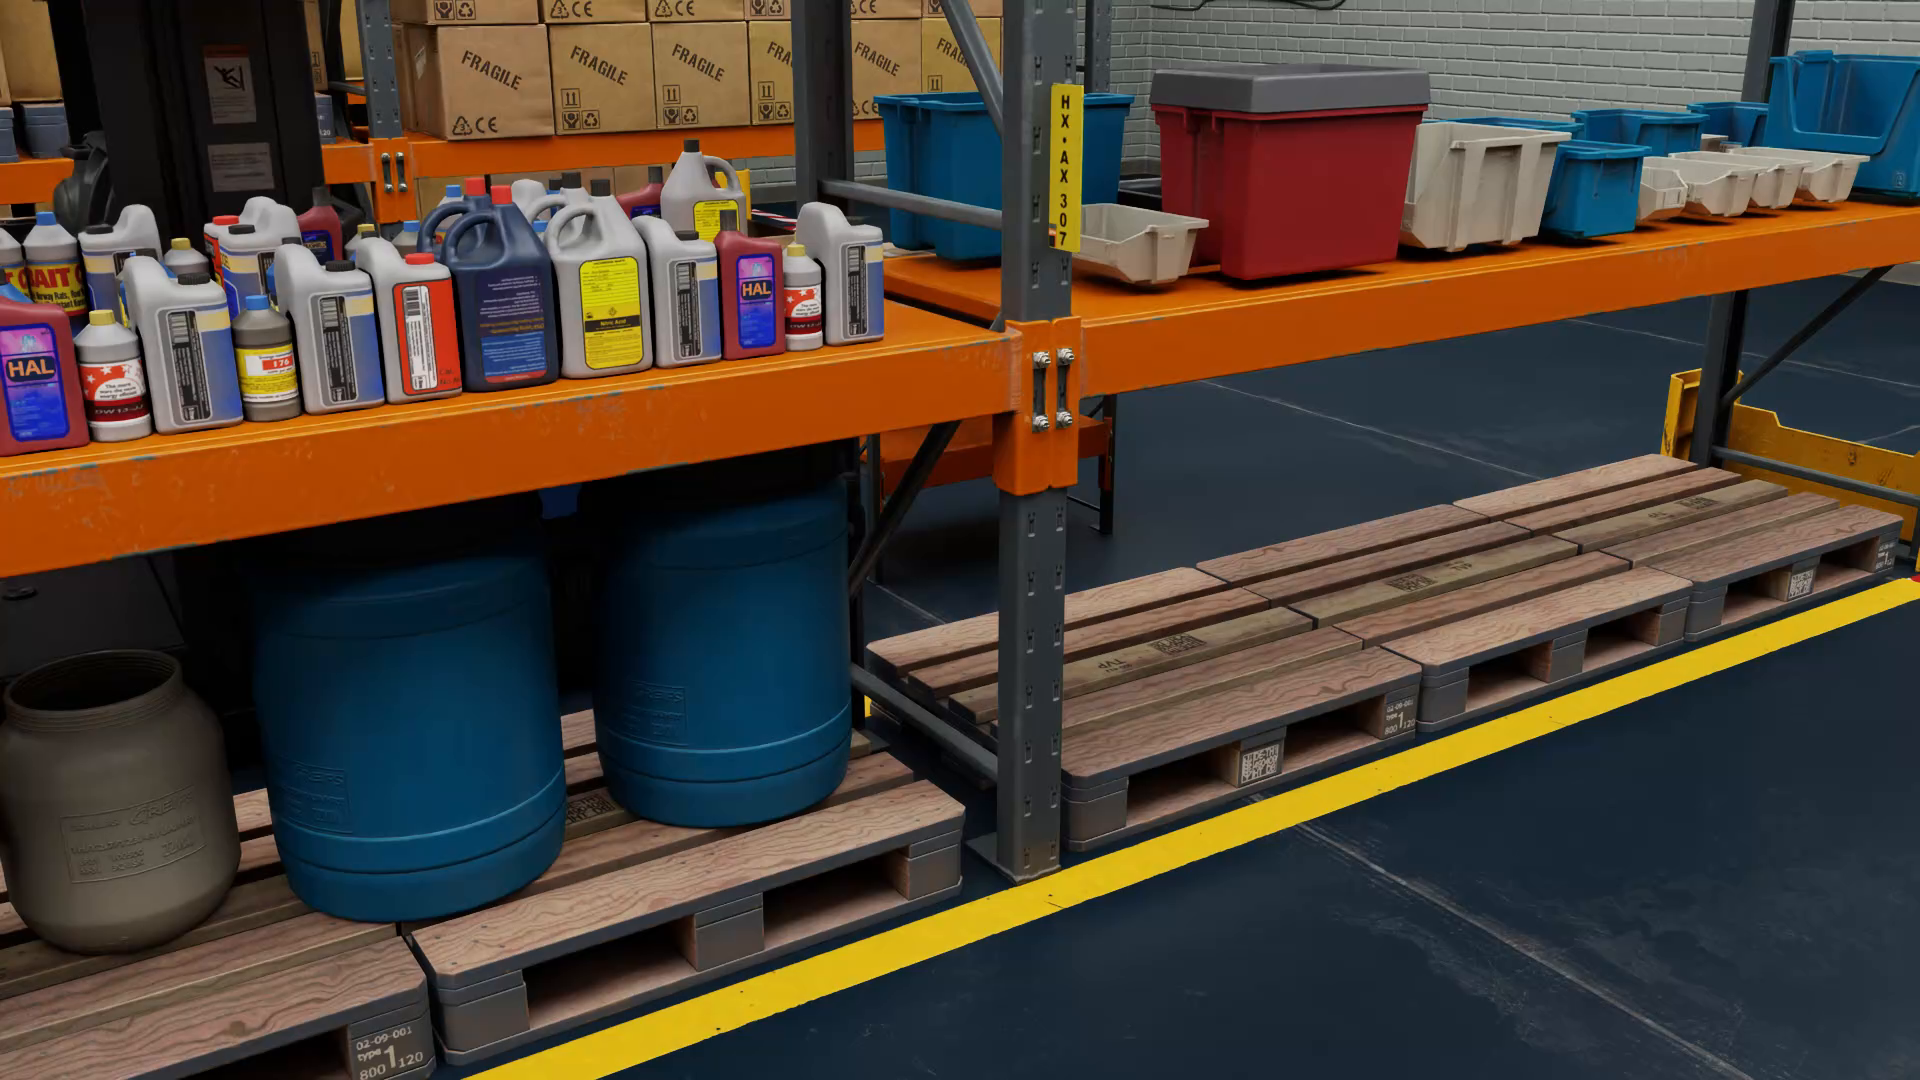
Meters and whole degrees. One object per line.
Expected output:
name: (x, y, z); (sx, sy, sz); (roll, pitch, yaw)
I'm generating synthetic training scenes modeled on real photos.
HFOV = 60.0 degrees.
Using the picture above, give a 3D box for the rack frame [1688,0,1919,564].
rack frame: (3.252, -1.465, 5.894); (0.127, 3.000, 1.000); (-12, 22, -31)

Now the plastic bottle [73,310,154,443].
plastic bottle: (-1.355, -0.265, 2.654); (0.097, 0.201, 0.097); (0, 19, 0)

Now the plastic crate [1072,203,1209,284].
plastic crate: (0.378, -0.707, 3.972); (0.243, 0.136, 0.396); (-12, 22, -31)

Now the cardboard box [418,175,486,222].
cardboard box: (-4.006, -2.707, 12.815); (0.500, 0.500, 0.700); (-11, 22, -30)

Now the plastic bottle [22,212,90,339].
plastic bottle: (-1.764, -0.503, 3.249); (0.097, 0.271, 0.097); (0, 19, 0)

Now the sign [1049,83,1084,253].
sign: (0.212, -0.744, 3.329); (0.005, 0.325, 0.100); (-12, 22, -31)

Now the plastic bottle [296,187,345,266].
plastic bottle: (-1.372, -0.598, 3.512); (0.133, 0.283, 0.061); (-12, 22, -31)

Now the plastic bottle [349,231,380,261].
plastic bottle: (-1.051, -0.420, 3.005); (0.097, 0.271, 0.097); (0, 19, 0)

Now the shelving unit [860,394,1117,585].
shelving unit: (0.006, -0.534, 6.068); (1.048, 1.125, 0.538); (-12, 22, -31)

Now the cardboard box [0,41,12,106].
cardboard box: (-4.252, -2.004, 6.678); (0.700, 0.500, 0.500); (16, 24, 39)

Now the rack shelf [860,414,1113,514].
rack shelf: (0.006, -0.302, 6.146); (1.000, 0.278, 0.538); (-12, 22, -31)

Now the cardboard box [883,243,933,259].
cardboard box: (-0.497, -1.588, 9.865); (0.500, 0.250, 0.500); (-12, 22, -31)

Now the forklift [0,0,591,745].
forklift: (-2.454, -0.886, 4.288); (3.031, 2.935, 1.130); (-11, 22, -30)

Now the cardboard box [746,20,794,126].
cardboard box: (-0.966, -2.419, 8.559); (0.500, 0.500, 0.500); (-12, 22, -32)

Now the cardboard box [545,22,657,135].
cardboard box: (-1.809, -2.241, 8.034); (0.500, 0.500, 0.500); (-11, 22, -30)

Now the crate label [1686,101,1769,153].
crate label: (2.864, -1.458, 6.043); (0.303, 0.233, 0.416); (-12, 22, -31)

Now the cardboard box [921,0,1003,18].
cardboard box: (-0.111, -3.070, 8.925); (0.500, 0.500, 0.500); (-11, 22, -30)

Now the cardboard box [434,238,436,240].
cardboard box: (-2.490, -1.286, 8.582); (0.500, 0.500, 0.500); (-12, 22, -31)

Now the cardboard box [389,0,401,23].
cardboard box: (-2.530, -2.765, 8.023); (0.500, 0.500, 0.500); (-12, 22, -31)

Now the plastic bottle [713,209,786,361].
plastic bottle: (-0.409, -0.496, 3.211); (0.133, 0.283, 0.061); (-12, 22, -31)

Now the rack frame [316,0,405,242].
rack frame: (-2.810, -2.086, 7.731); (0.127, 3.000, 1.000); (-12, 22, -31)

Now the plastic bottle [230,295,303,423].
plastic bottle: (-1.161, -0.306, 2.775); (0.097, 0.201, 0.097); (0, 19, 0)

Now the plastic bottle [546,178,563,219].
plastic bottle: (-0.909, -0.683, 3.782); (0.097, 0.271, 0.097); (0, 19, 0)

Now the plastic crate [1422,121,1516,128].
plastic crate: (1.514, -1.174, 5.201); (0.300, 0.233, 0.416); (-12, 22, -31)

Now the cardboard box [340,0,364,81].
cardboard box: (-4.463, -3.771, 12.246); (0.700, 0.700, 0.980); (-13, 22, -33)

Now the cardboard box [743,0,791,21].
cardboard box: (-0.971, -2.887, 8.384); (0.500, 0.500, 0.500); (-11, 22, -30)

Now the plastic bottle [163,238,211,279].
plastic bottle: (-1.570, -0.510, 3.381); (0.097, 0.201, 0.097); (0, 19, 0)

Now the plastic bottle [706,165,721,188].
plastic bottle: (-0.630, -0.754, 3.975); (0.133, 0.283, 0.061); (-12, 22, -31)

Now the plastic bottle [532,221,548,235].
plastic bottle: (-0.907, -0.592, 3.622); (0.097, 0.201, 0.097); (0, 19, 0)

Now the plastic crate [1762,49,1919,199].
plastic crate: (3.075, -1.401, 5.556); (0.499, 0.435, 0.616); (-12, 22, -31)

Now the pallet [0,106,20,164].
pallet: (-4.529, -1.634, 6.694); (1.213, 0.211, 1.003); (-12, 22, -31)

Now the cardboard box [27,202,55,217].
cardboard box: (-6.009, -2.441, 11.484); (0.750, 0.750, 0.750); (-12, 22, -31)

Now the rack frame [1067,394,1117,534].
rack frame: (0.430, -0.624, 6.333); (0.032, 1.125, 0.500); (-12, 22, -31)

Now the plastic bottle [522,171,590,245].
plastic bottle: (-0.756, -0.526, 3.194); (0.185, 0.351, 0.144); (-12, 22, -31)

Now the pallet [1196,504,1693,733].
pallet: (1.524, 0.205, 5.310); (1.213, 0.211, 1.003); (-12, 22, -31)

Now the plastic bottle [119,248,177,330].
plastic bottle: (-1.357, -0.356, 2.814); (0.097, 0.271, 0.097); (0, 19, 0)

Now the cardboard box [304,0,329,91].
cardboard box: (-3.329, -2.308, 7.578); (0.700, 0.500, 0.500); (14, 23, 35)

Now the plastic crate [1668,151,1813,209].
plastic crate: (2.420, -1.129, 5.219); (0.243, 0.136, 0.396); (-12, 22, -31)

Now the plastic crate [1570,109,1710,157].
plastic crate: (2.315, -1.342, 5.700); (0.300, 0.233, 0.416); (-12, 22, -31)

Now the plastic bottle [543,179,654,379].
plastic bottle: (-0.677, -0.487, 3.080); (0.185, 0.351, 0.144); (-12, 22, -31)

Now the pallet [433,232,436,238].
pallet: (-3.840, -2.418, 13.069); (1.213, 0.211, 1.003); (-12, 22, -31)

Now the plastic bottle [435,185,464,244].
plastic bottle: (-1.103, -0.642, 3.661); (0.097, 0.271, 0.097); (0, 19, 0)

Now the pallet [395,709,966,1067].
pallet: (-0.756, 0.686, 3.887); (1.213, 0.211, 1.003); (-12, 22, -31)

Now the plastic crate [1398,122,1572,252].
plastic crate: (1.288, -0.952, 4.469); (0.530, 0.282, 0.437); (-12, 22, -31)

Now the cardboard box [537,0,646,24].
cardboard box: (-1.831, -2.706, 7.847); (0.500, 0.500, 0.500); (-13, 22, -33)

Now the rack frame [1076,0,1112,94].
rack frame: (0.530, -2.790, 9.815); (0.127, 3.000, 1.000); (-12, 22, -31)

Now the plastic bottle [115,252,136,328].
plastic bottle: (-1.568, -0.452, 3.210); (0.097, 0.201, 0.097); (0, 19, 0)

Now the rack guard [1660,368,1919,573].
rack guard: (3.265, -0.288, 6.317); (0.348, 0.500, 1.175); (-12, 22, -31)

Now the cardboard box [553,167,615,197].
cardboard box: (-3.145, -2.891, 13.361); (0.500, 0.500, 0.700); (-12, 22, -32)

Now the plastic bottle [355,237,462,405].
plastic bottle: (-0.967, -0.392, 2.916); (0.135, 0.276, 0.152); (-12, 22, -31)

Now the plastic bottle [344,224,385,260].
plastic bottle: (-1.265, -0.575, 3.571); (0.097, 0.201, 0.097); (0, 19, 0)

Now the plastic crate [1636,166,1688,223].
plastic crate: (1.964, -1.016, 4.885); (0.250, 0.136, 0.298); (-12, 22, -31)

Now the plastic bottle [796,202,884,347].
plastic bottle: (-0.240, -0.546, 3.369); (0.135, 0.276, 0.152); (-12, 22, -31)

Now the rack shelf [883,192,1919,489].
rack shelf: (1.581, -0.772, 4.967); (4.000, 0.370, 1.077); (-12, 22, -31)

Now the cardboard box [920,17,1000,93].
cardboard box: (-0.125, -2.594, 9.077); (0.500, 0.500, 0.500); (-12, 22, -31)

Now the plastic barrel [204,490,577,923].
plastic barrel: (-1.144, 0.251, 3.440); (0.708, 0.901, 0.600); (-12, 22, -31)

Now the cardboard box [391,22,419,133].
cardboard box: (-2.534, -2.290, 8.178); (0.500, 0.500, 0.500); (-11, 22, -31)

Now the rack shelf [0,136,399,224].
rack shelf: (-4.481, -1.393, 6.804); (4.000, 0.370, 1.077); (-12, 22, -31)
